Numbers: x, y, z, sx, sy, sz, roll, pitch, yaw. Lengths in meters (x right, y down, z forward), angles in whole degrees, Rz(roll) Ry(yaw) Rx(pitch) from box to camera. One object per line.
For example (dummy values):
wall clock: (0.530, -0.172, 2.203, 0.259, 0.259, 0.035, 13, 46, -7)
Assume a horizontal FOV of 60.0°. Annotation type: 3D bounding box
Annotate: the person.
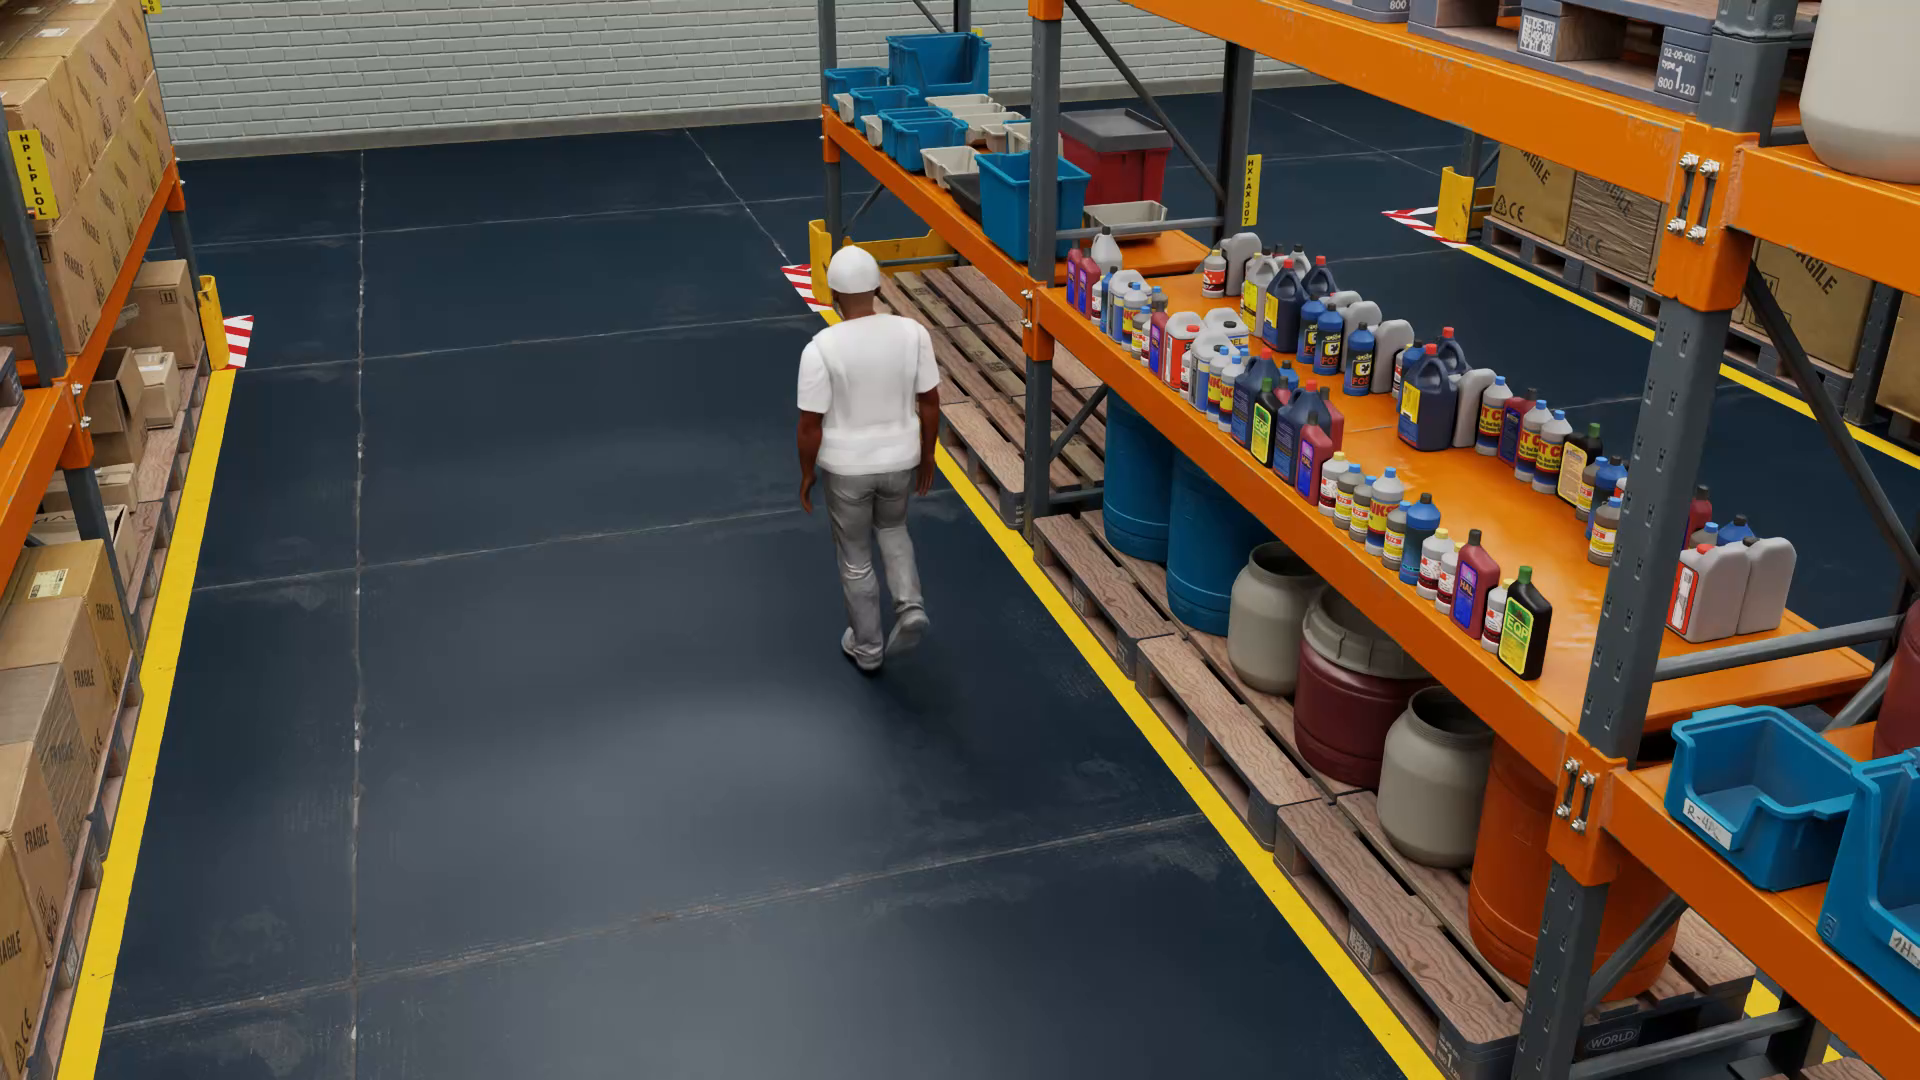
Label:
person: (-0.350, -0.292, 6.622, 0.585, 1.757, 0.531, -11, 28, -21)
